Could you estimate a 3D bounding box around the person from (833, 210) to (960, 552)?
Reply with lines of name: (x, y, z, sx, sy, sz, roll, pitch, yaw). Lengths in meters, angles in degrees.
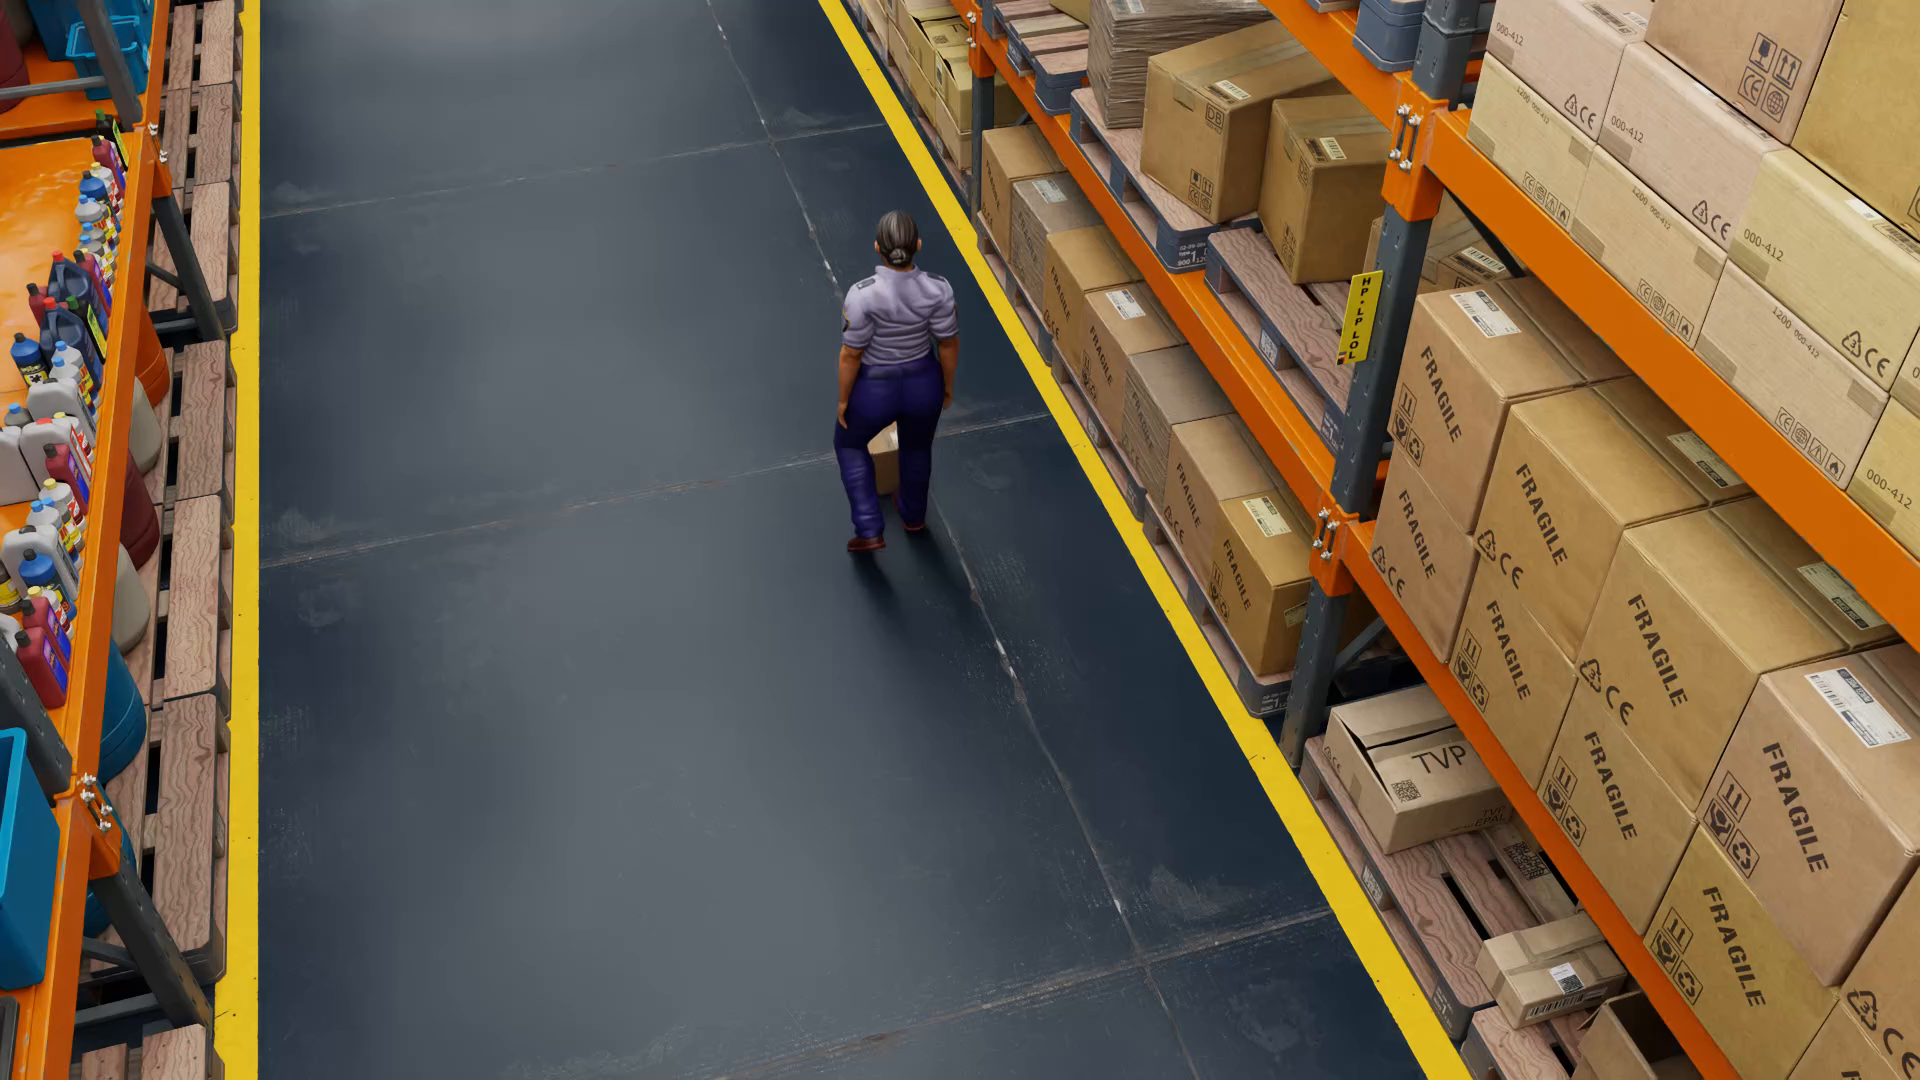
person: (-0.279, -0.641, 6.849, 0.509, 1.663, 0.504, -12, 44, -13)
